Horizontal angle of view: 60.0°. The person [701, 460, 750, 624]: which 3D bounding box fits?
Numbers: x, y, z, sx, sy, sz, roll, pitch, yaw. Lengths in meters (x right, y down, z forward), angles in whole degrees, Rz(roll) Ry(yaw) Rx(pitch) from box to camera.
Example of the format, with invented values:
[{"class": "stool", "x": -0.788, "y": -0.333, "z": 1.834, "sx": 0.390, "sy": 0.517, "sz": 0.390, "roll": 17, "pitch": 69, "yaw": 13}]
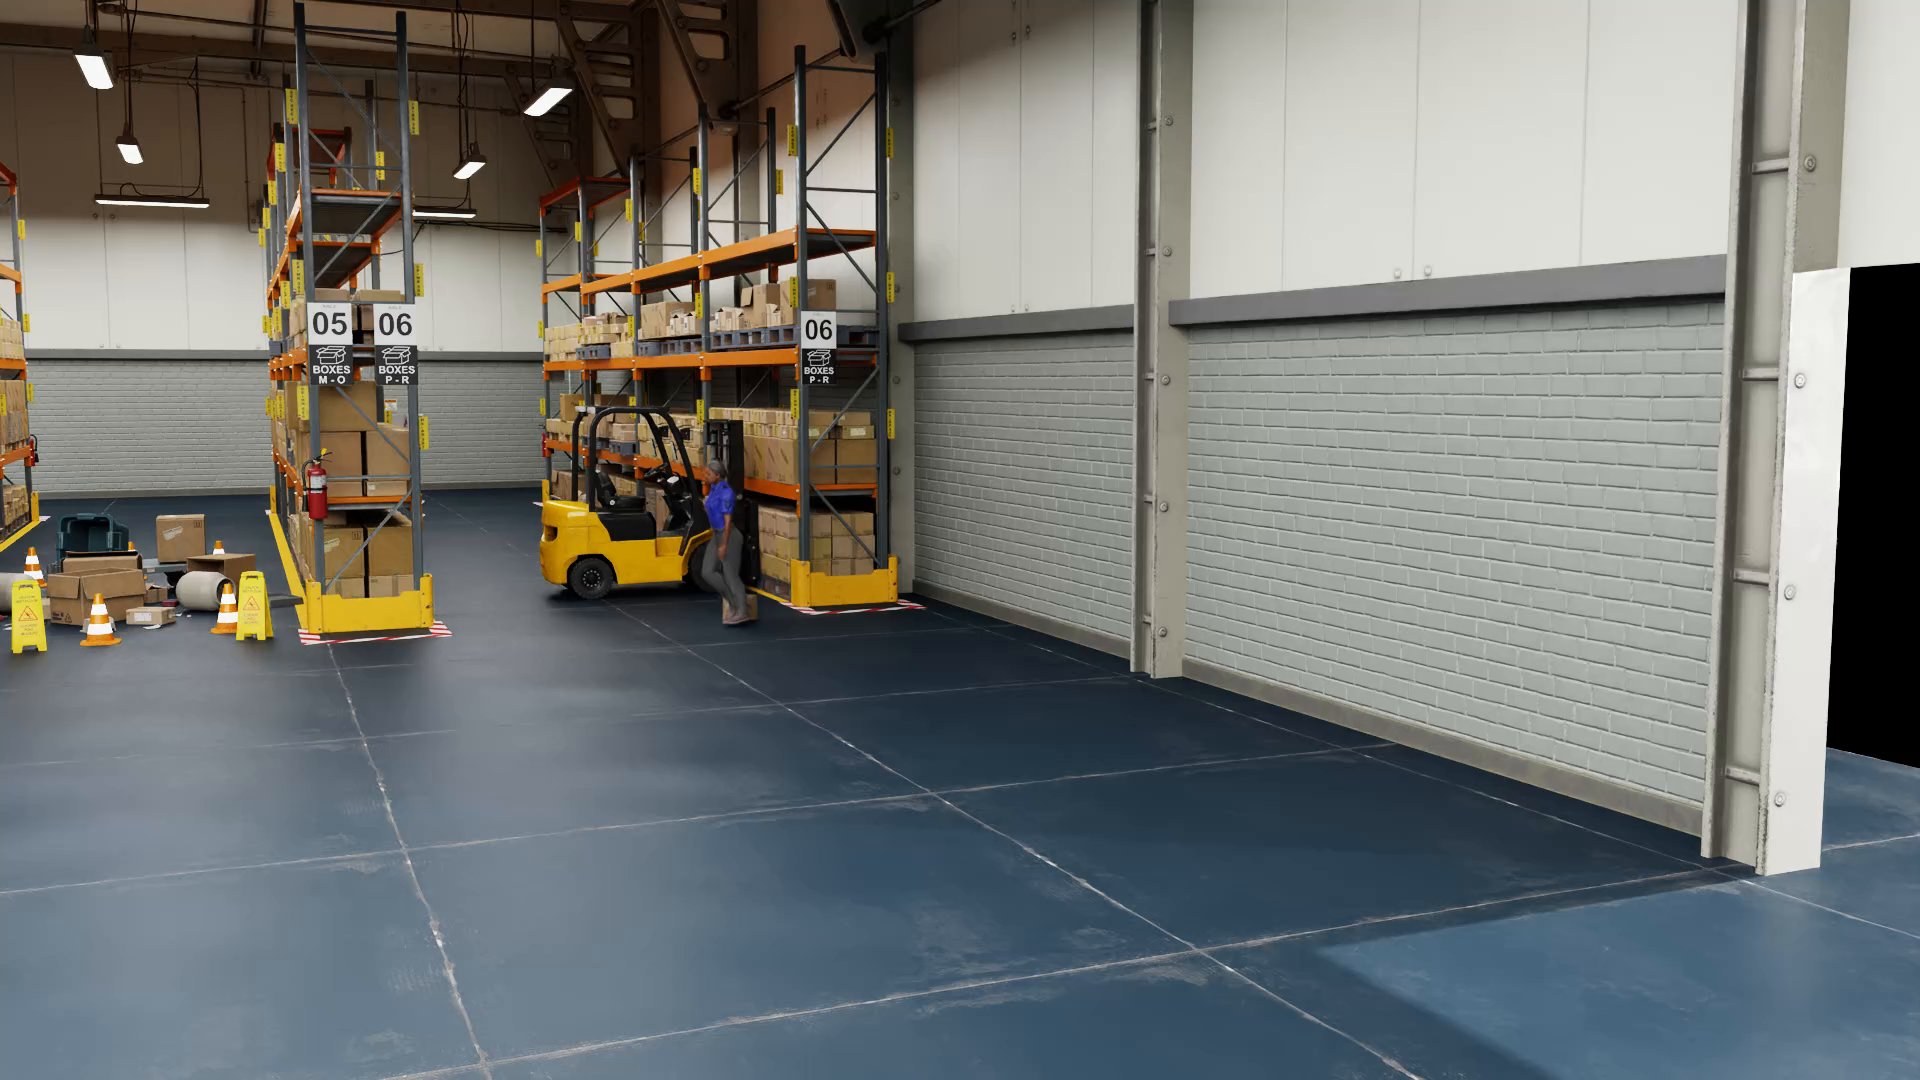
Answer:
[{"class": "person", "x": -2.333, "y": 0.021, "z": 16.642, "sx": 0.448, "sy": 1.655, "sz": 0.482, "roll": -3, "pitch": 6, "yaw": -30}]
